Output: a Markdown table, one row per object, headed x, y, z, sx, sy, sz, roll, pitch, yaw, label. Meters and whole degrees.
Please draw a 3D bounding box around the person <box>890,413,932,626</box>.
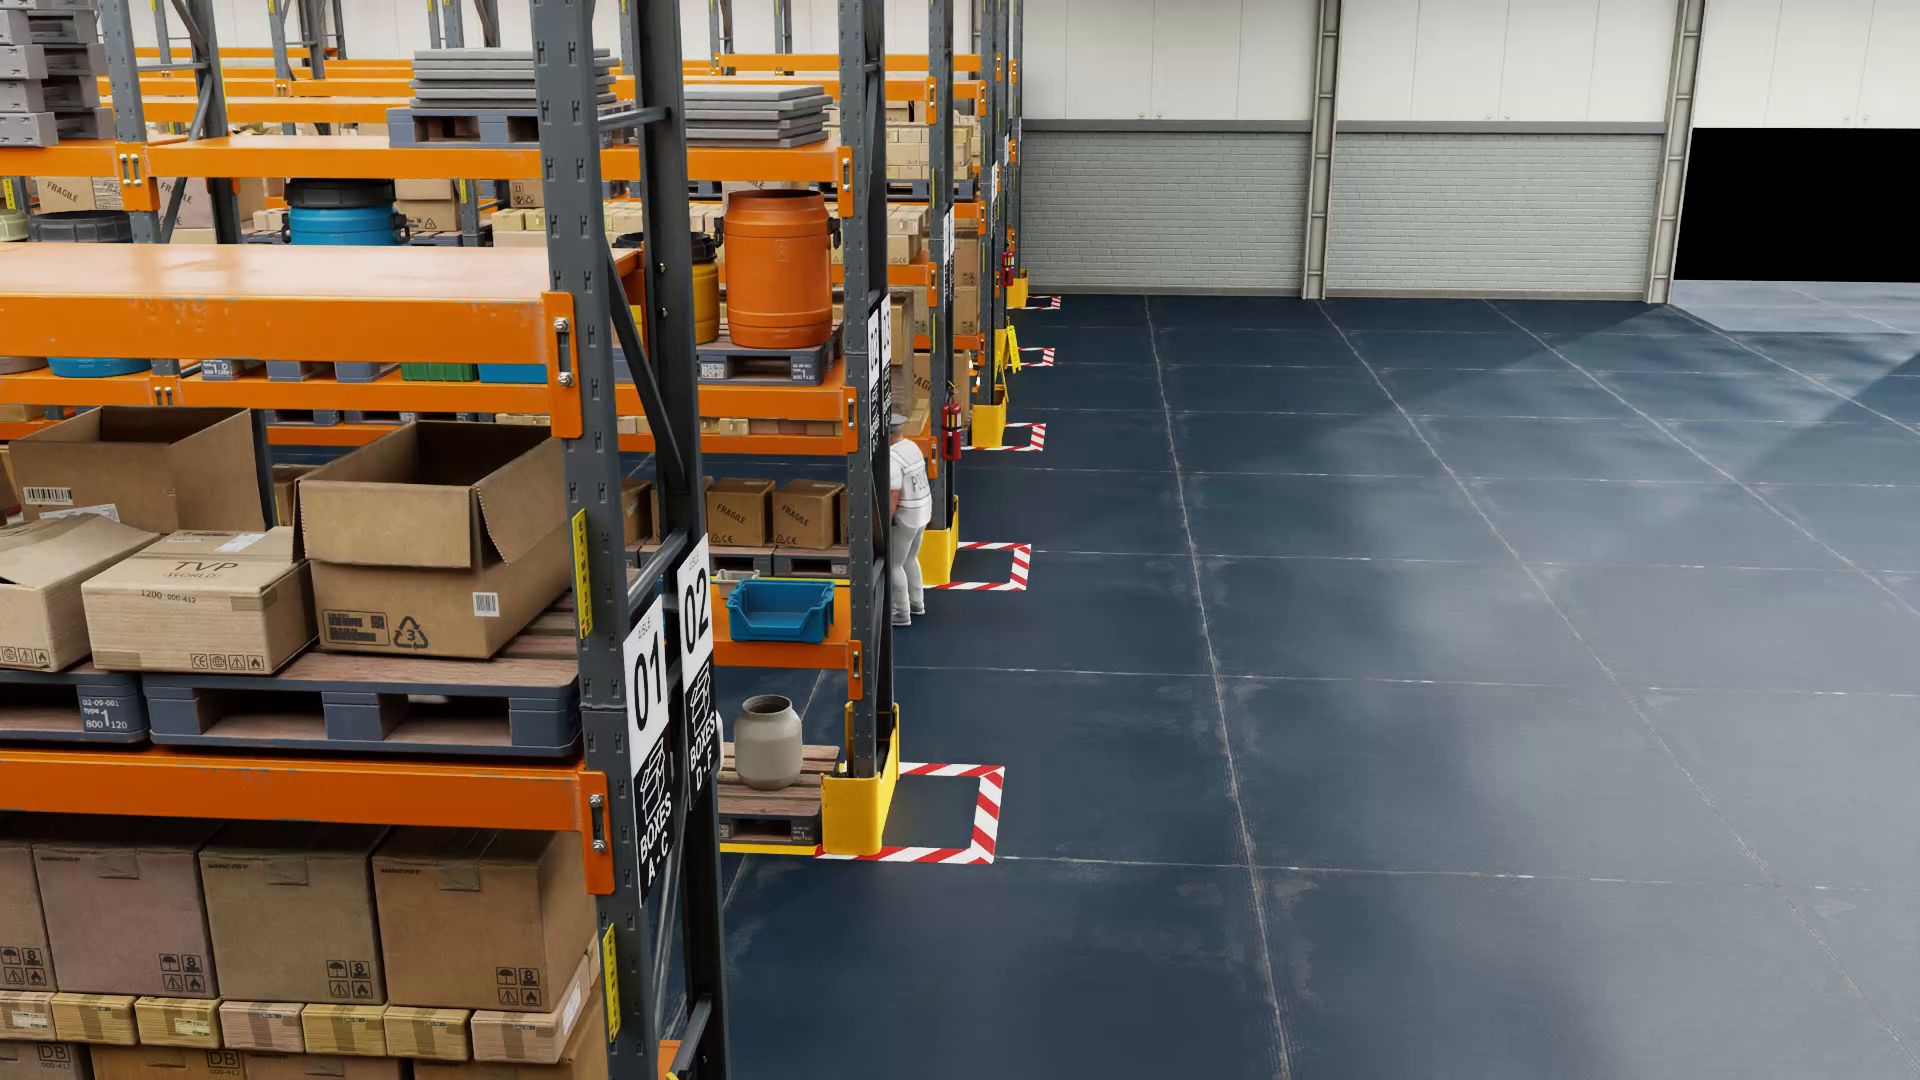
| x | y | z | sx | sy | sz | roll | pitch | yaw | label |
| --- | --- | --- | --- | --- | --- | --- | --- | --- | --- |
| -0.470 | -0.169 | 13.574 | 0.435 | 1.749 | 0.585 | 7 | 19 | 23 | person |
